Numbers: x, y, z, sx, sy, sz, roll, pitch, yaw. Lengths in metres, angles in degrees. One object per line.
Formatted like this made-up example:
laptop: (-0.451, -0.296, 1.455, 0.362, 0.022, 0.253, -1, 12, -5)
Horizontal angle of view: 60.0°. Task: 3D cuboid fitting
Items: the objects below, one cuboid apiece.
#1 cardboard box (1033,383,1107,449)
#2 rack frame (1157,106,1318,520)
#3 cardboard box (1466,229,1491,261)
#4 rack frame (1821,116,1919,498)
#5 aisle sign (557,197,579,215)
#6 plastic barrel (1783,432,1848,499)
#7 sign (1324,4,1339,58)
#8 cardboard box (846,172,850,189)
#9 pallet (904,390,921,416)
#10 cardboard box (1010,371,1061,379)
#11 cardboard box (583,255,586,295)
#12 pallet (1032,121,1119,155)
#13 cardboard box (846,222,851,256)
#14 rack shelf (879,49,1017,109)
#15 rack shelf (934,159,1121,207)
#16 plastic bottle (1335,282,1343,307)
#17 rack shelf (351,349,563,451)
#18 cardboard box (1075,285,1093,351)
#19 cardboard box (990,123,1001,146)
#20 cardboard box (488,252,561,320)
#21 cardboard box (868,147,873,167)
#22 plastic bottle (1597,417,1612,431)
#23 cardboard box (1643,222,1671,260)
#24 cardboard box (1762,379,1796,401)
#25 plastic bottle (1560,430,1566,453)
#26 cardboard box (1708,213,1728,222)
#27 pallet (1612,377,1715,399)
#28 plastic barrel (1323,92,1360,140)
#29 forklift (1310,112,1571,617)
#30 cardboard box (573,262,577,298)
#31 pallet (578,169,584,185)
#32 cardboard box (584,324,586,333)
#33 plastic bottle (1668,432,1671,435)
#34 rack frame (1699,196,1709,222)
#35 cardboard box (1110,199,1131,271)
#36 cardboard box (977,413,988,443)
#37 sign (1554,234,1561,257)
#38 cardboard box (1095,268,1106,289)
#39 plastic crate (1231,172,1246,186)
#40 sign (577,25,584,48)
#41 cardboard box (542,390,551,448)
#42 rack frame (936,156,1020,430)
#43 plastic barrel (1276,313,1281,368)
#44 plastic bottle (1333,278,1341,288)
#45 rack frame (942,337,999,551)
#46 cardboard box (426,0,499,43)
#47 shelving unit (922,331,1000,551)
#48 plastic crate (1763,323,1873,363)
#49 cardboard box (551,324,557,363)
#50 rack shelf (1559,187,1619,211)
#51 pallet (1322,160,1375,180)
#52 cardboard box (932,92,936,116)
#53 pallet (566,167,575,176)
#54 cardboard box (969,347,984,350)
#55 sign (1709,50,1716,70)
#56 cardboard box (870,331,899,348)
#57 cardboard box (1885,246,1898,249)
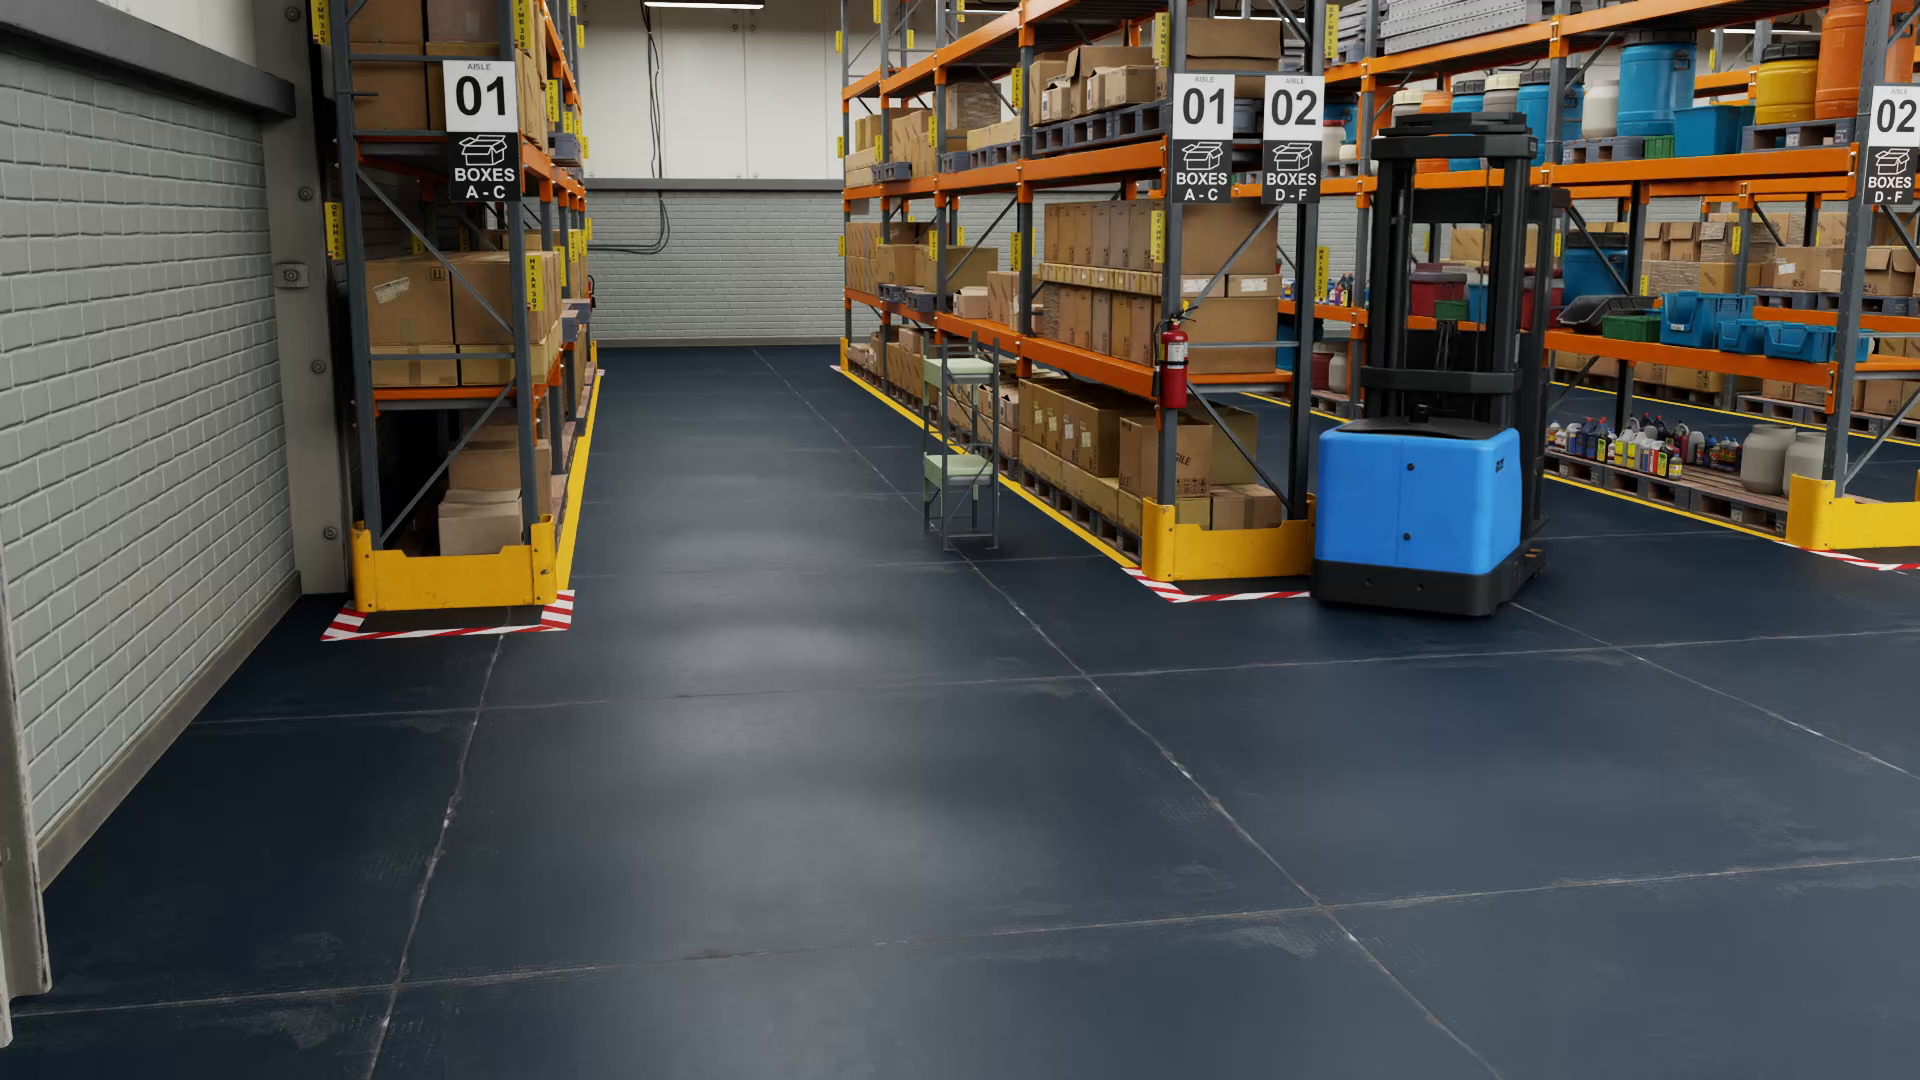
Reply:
cardboard box: (0.908, -1.029, 13.806, 0.500, 0.500, 0.500, -2, 11, -11)
rack frame: (1.798, -1.259, 10.791, 1.000, 3.000, 0.127, -2, 11, -11)
cardboard box: (8.436, -4.710, 26.520, 0.500, 0.500, 0.500, -2, 11, -13)
rack frame: (6.657, -1.439, 11.734, 1.000, 3.000, 0.127, -2, 11, -11)
aisle sign: (-5.892, -5.314, 25.142, 0.394, 0.787, 0.004, -2, 11, -11)
plastic barrel: (6.454, -0.541, 12.547, 0.421, 0.512, 0.421, 0, 11, 0)
sign: (2.343, -3.220, 10.521, 0.100, 0.325, 0.005, -2, 11, -11)
cardboard box: (-1.464, -5.490, 25.398, 0.500, 0.250, 0.500, -2, 11, -11)
pallet: (-0.100, -1.718, 20.660, 1.003, 0.211, 1.213, -2, 11, -11)
cardboard box: (0.788, -1.583, 17.221, 0.500, 0.311, 0.500, -2, 11, -11)
cardboard box: (-5.772, -3.794, 23.305, 0.980, 0.700, 0.700, -3, 11, -14)
pallet: (1.211, -3.268, 13.556, 1.003, 0.211, 1.213, -2, 11, -11)
cardboard box: (-1.487, -4.643, 25.628, 0.500, 0.500, 0.500, -2, 11, -9)
rack shelf: (-0.147, -5.491, 19.971, 1.077, 0.370, 4.000, -2, 11, -11)
rack shelf: (0.631, -3.480, 16.359, 1.077, 0.370, 4.000, -2, 11, -11)
plastic bottle: (4.559, -2.950, 19.984, 0.061, 0.283, 0.133, -2, 11, -11)
rack shelf: (-3.450, -1.092, 11.835, 1.077, 0.370, 4.000, -2, 11, -11)
cardboard box: (1.315, -1.772, 13.218, 0.700, 0.500, 0.500, -2, 11, -10)
cardboard box: (0.605, -4.051, 16.712, 0.500, 0.250, 0.500, -2, 11, -12)
cardboard box: (-3.341, -1.950, 12.761, 0.500, 0.500, 0.500, -2, 11, -11)
cardboard box: (-0.991, -5.277, 22.940, 0.500, 0.250, 0.500, -2, 11, -11)
plastic bottle: (5.770, -0.929, 14.965, 0.144, 0.351, 0.185, -2, 11, -11)
cardboard box: (9.572, -4.005, 22.267, 0.797, 0.503, 0.637, -2, 11, -9)
cardboard box: (10.109, -1.952, 19.940, 0.700, 0.500, 0.500, -3, 11, -14)
plastic bottle: (5.551, -0.902, 15.222, 0.097, 0.201, 0.097, 0, 11, 0)
cardboard box: (13.115, -5.310, 28.334, 0.500, 0.500, 0.500, -2, 11, -11)
pallet: (9.646, -2.087, 22.597, 1.003, 0.211, 1.213, -2, 11, -11)
plastic barrel: (4.805, -5.258, 21.315, 0.600, 0.901, 0.708, -2, 11, -11)
forklift: (3.251, -1.222, 10.779, 1.130, 2.935, 3.031, 6, 12, 28)
cardboard box: (-4.553, -2.946, 18.534, 0.500, 0.500, 0.500, -2, 11, -9)
pallet: (-6.018, -5.307, 24.273, 1.003, 0.211, 1.213, -2, 11, -11)
cardboard box: (-5.684, -3.122, 24.402, 0.380, 0.149, 0.250, -2, 11, -9)
plastic bottle: (6.397, -0.883, 14.901, 0.061, 0.283, 0.133, -1, 11, -7)
rack frame: (13.288, -4.715, 28.948, 1.000, 3.000, 0.127, -2, 11, -11)
cardboard box: (1.503, -2.230, 12.155, 0.700, 0.500, 0.500, -2, 11, -11)
cardboard box: (0.458, -1.101, 16.188, 0.500, 0.250, 0.500, -2, 11, -10)
sign: (8.637, -4.264, 24.047, 0.100, 0.325, 0.005, -2, 11, -11)
cardboard box: (1.233, -1.975, 12.547, 0.380, 0.149, 0.250, -2, 11, -12)
plastic crate: (3.944, -5.076, 23.387, 0.450, 0.188, 0.662, -2, 11, -11)
sign: (-5.638, -7.475, 24.693, 0.100, 0.325, 0.005, -2, 11, -11)
cardboard box: (-4.208, -1.123, 15.582, 0.700, 0.500, 0.500, -2, 11, -10)
rack frame: (0.242, -2.727, 18.500, 1.000, 3.000, 0.127, -2, 11, -11)
plastic barrel: (4.412, -2.715, 22.926, 0.600, 0.901, 0.708, -2, 11, -11)
plastic bottle: (4.957, -3.292, 21.799, 0.152, 0.276, 0.135, -2, 11, -11)
rack frame: (0.072, -0.668, 11.697, 0.400, 1.500, 0.023, -2, 11, -11)
cardboard box: (-2.898, -3.182, 9.873, 0.500, 0.500, 0.500, -3, 11, -15)
shelving unit: (0.001, -0.736, 12.050, 0.431, 1.500, 0.755, -2, 11, -11)
plastic crate: (6.266, -1.447, 12.173, 0.499, 0.251, 0.616, -2, 11, -11)
cardboard box: (-3.149, -1.397, 11.861, 0.500, 0.250, 0.500, -2, 11, -10)
rack shelf: (8.793, -5.307, 25.957, 1.077, 0.370, 4.000, -2, 11, -11)
pallet: (5.048, -4.431, 19.935, 1.003, 0.211, 1.213, -2, 11, -11)
cardboard box: (-0.035, -5.008, 19.521, 0.500, 0.500, 0.500, -2, 11, -11)
pallet: (-4.794, -4.043, 17.897, 1.213, 0.211, 1.003, -2, 11, -8)
cardboard box: (0.026, -2.185, 21.165, 0.500, 0.500, 0.500, -2, 11, -10)
sign: (12.756, -8.140, 28.189, 0.100, 0.325, 0.005, -2, 11, -11)
cardboard box: (-0.907, -2.794, 24.356, 0.797, 0.503, 0.637, -2, 11, -11)
cardboard box: (13.752, -4.217, 24.287, 0.380, 0.149, 0.250, -2, 11, -9)
